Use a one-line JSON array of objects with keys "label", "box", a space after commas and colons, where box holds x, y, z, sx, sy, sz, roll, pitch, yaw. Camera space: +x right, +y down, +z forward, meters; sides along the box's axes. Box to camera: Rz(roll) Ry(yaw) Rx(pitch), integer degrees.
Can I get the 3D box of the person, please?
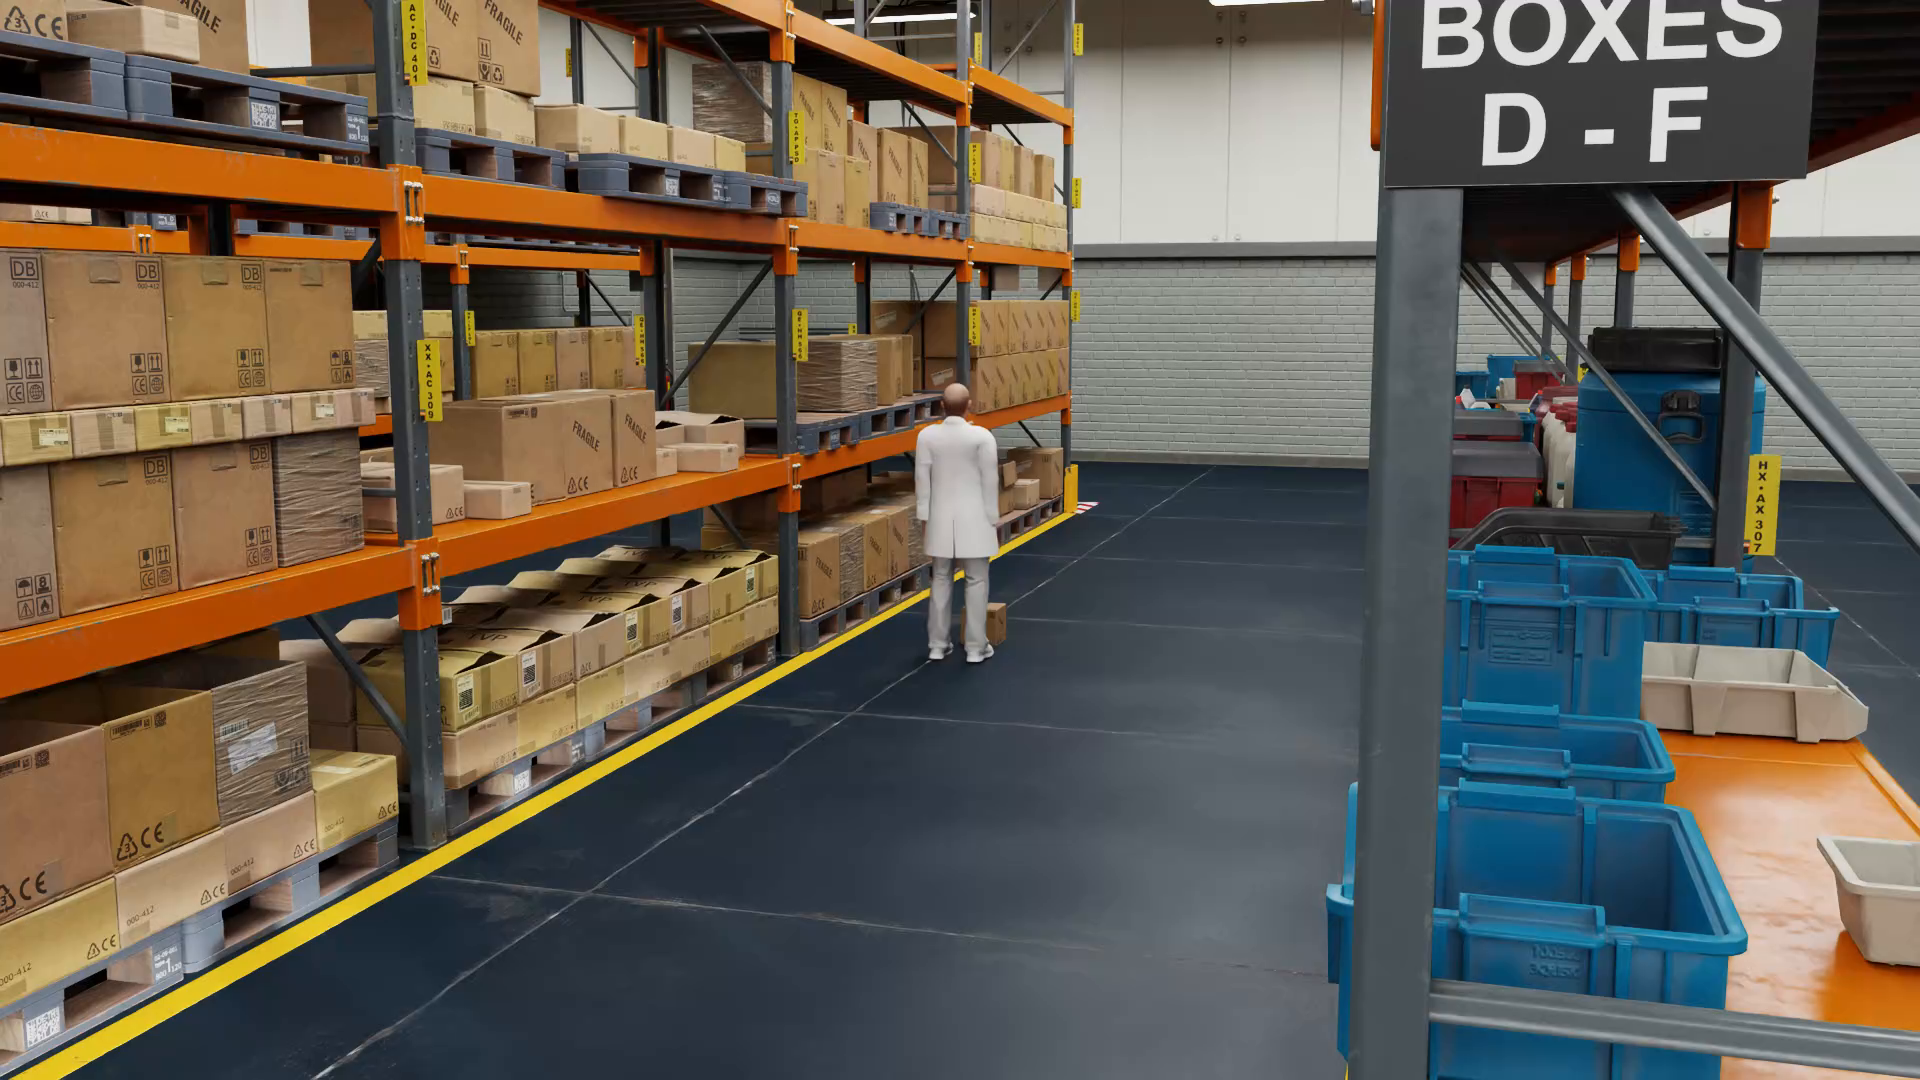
[{"label": "person", "box": [-0.011, -0.116, 10.695, 0.561, 1.780, 0.385, 3, 9, 18]}]
